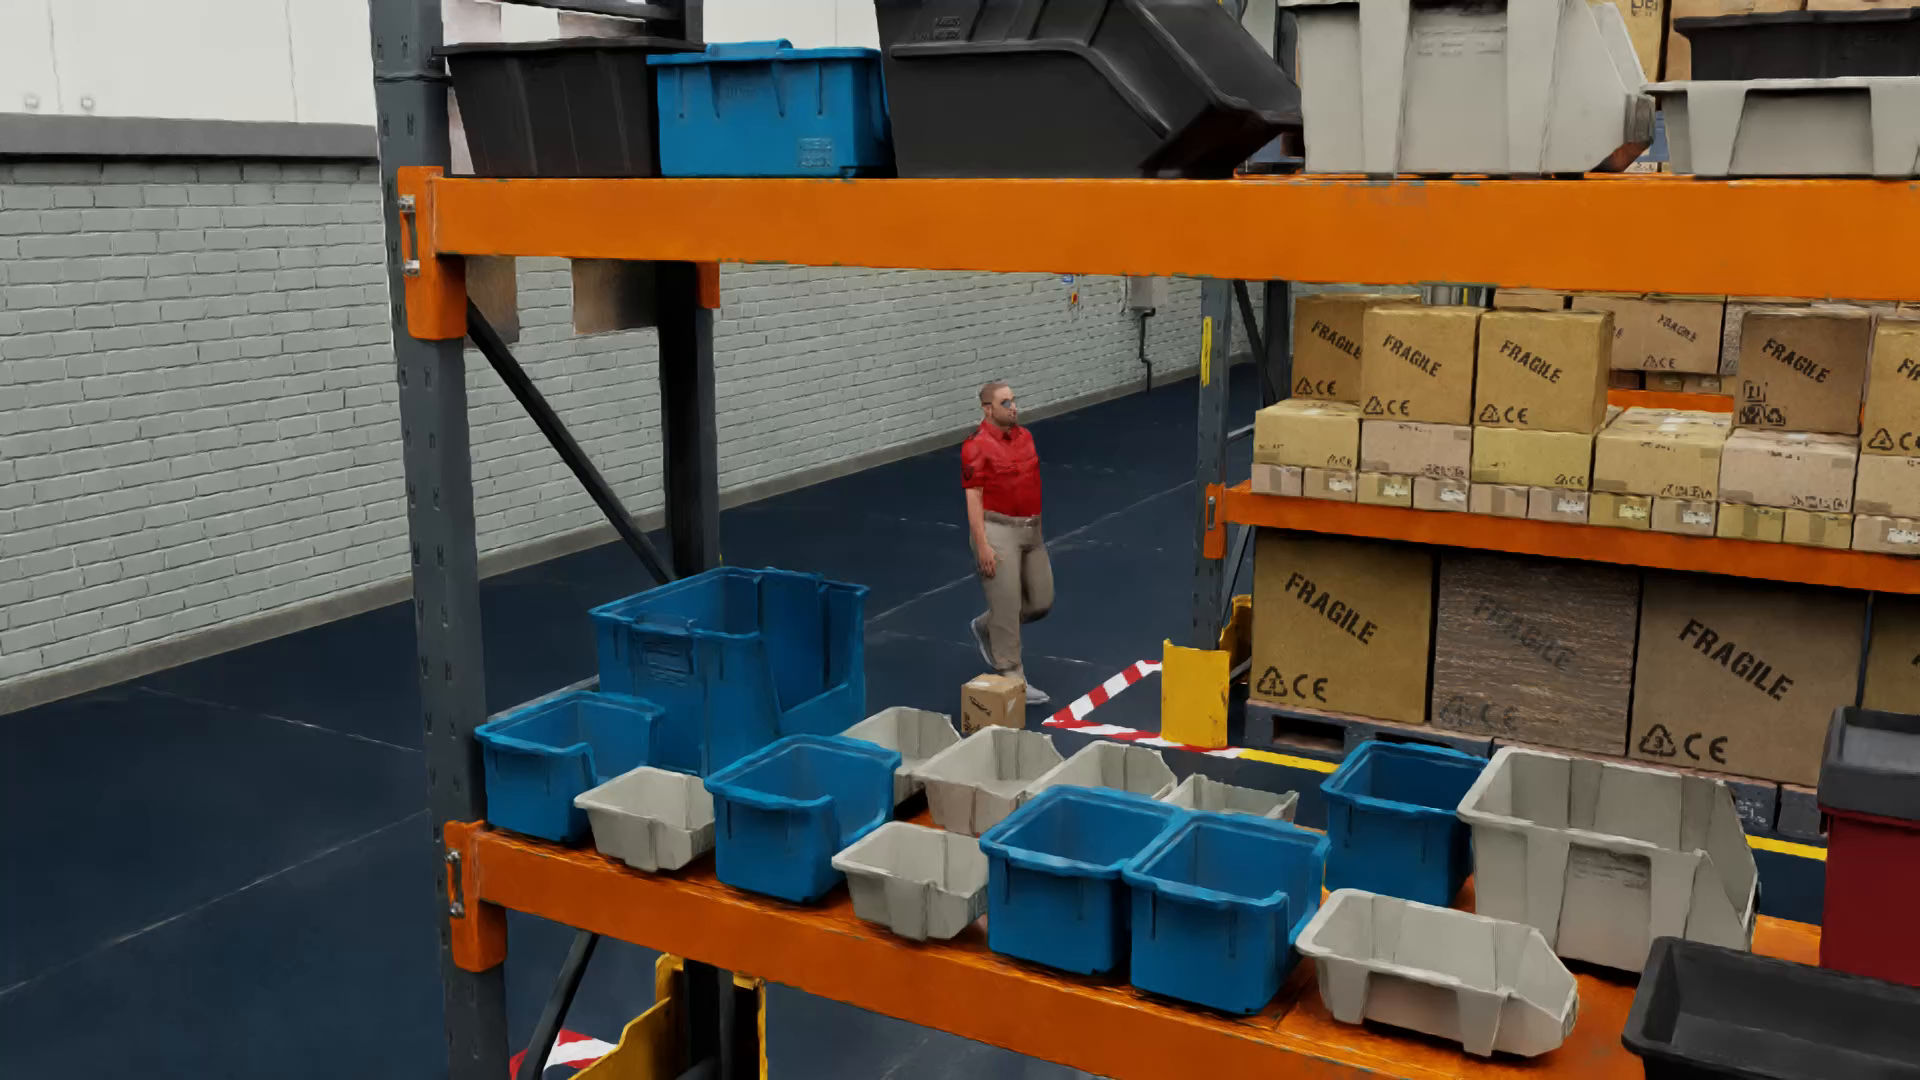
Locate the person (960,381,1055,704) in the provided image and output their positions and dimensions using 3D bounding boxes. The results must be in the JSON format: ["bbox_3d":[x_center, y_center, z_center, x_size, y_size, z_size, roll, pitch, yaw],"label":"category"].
[{"bbox_3d":[0.258,-0.009,9.043,0.687,1.711,0.552,12,17,42],"label":"person"}]
